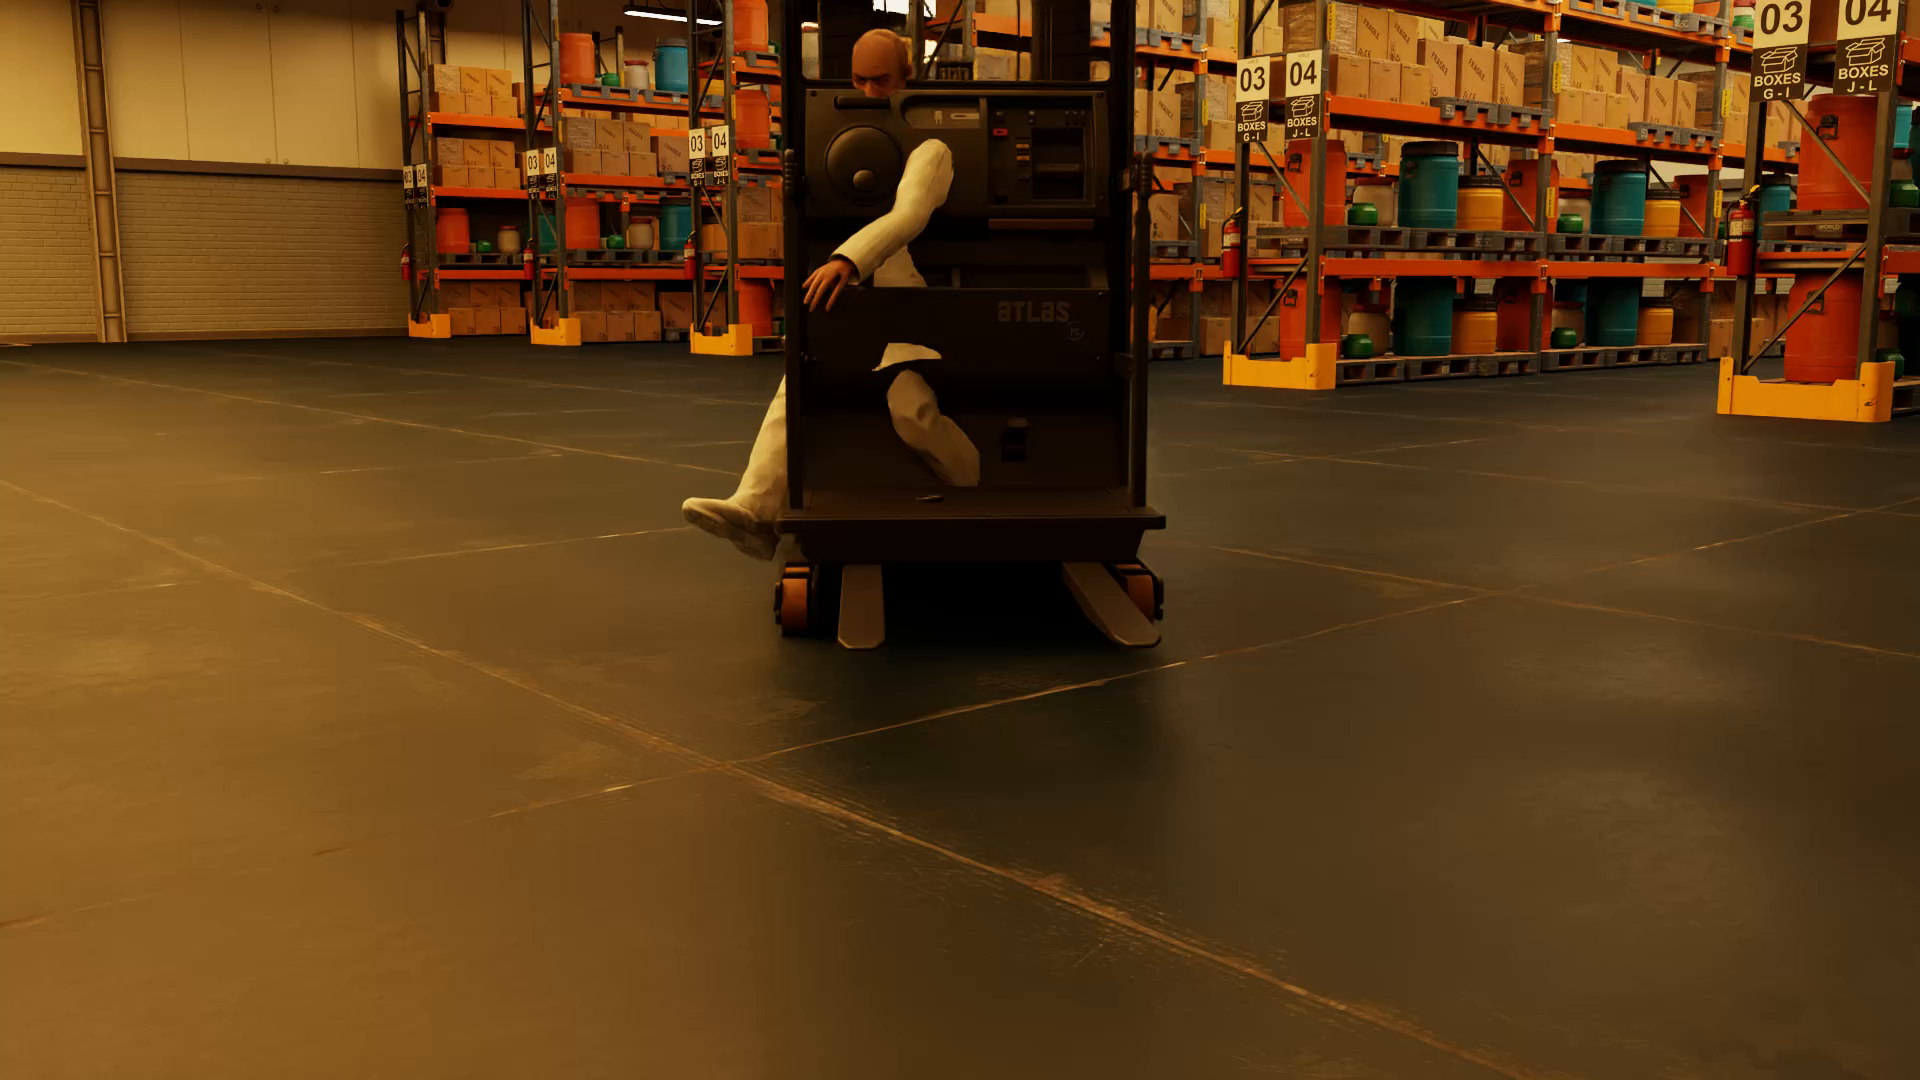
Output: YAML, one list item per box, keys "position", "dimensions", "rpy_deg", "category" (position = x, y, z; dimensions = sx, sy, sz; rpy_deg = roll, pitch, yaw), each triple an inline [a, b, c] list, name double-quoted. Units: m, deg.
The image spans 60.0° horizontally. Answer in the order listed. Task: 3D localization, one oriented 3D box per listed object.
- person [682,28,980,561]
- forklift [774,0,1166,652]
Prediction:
- position: [-0.380, -0.759, 5.233]
  dimensions: [0.887, 1.643, 1.065]
  rpy_deg: [8, 12, 44]
  category: "person"
- position: [0.007, -1.229, 4.896]
  dimensions: [1.130, 2.935, 3.031]
  rpy_deg: [0, 9, -3]
  category: "forklift"
